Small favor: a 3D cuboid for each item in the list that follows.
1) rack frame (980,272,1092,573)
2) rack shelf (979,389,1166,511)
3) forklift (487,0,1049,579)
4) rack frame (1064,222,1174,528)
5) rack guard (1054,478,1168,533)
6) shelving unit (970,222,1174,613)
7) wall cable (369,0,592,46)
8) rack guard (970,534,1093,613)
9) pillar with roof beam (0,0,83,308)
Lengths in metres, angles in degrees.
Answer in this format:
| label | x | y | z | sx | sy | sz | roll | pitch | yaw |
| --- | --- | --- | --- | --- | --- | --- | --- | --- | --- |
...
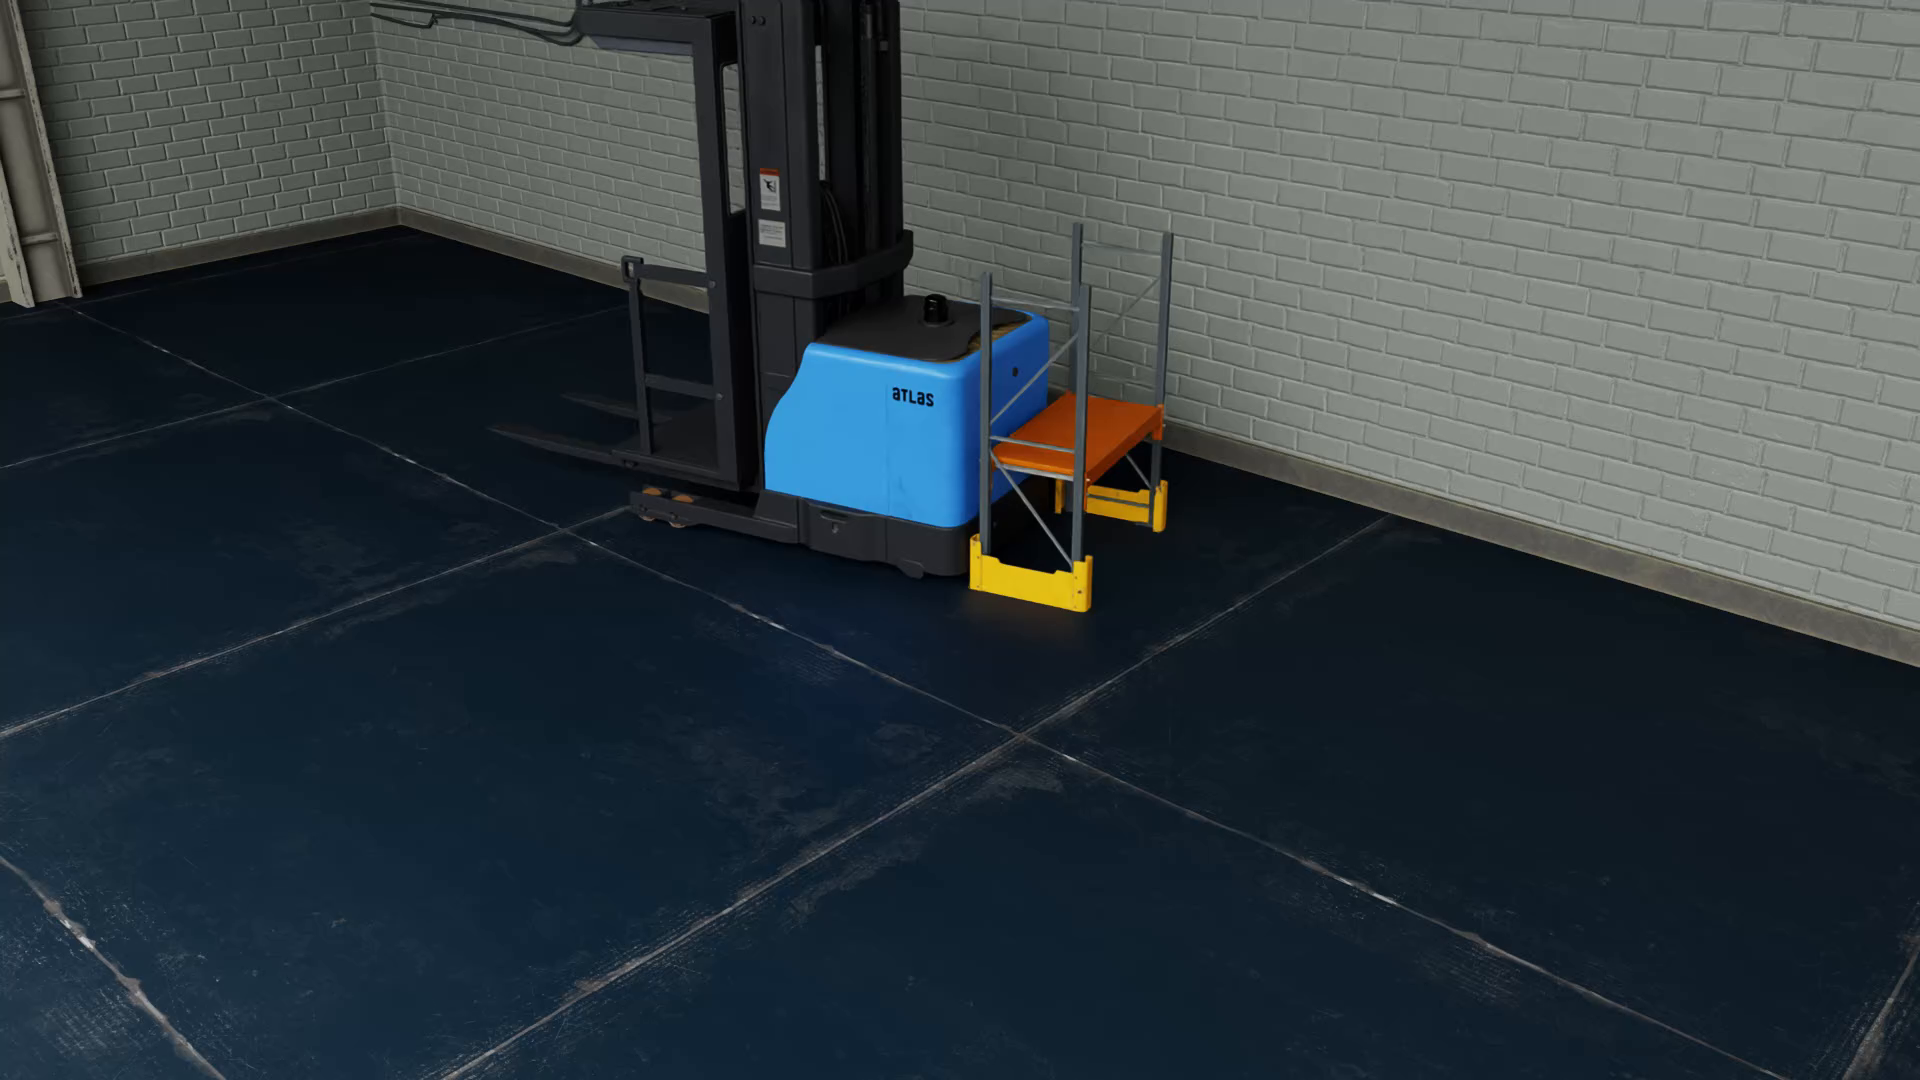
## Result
| label | x | y | z | sx | sy | sz | roll | pitch | yaw |
| --- | --- | --- | --- | --- | --- | --- | --- | --- | --- |
| rack frame | 0.320 | -0.421 | 7.355 | 0.500 | 1.500 | 0.032 | 11 | 27 | 24 |
| rack shelf | 0.545 | -0.443 | 7.844 | 0.538 | 0.185 | 1.000 | 11 | 27 | 24 |
| forklift | -1.094 | -1.571 | 8.172 | 3.031 | 2.935 | 1.130 | 12 | 27 | 26 |
| rack frame | 0.770 | -0.794 | 8.187 | 0.500 | 1.500 | 0.032 | 11 | 27 | 24 |
| rack guard | 0.762 | -0.216 | 8.426 | 0.587 | 0.250 | 0.087 | 11 | 27 | 24 |
| shelving unit | 0.541 | -0.604 | 7.763 | 0.587 | 1.500 | 1.083 | 11 | 27 | 24 |
| wall cable | -3.751 | -5.001 | 12.199 | 3.097 | 2.526 | 0.112 | 20 | 31 | 38 |
| rack guard | 0.321 | 0.149 | 7.612 | 0.587 | 0.250 | 0.087 | 11 | 27 | 24 |
| pillar with roof beam | -3.496 | -4.706 | 7.746 | 9.100 | 9.000 | 0.400 | 20 | 31 | 38 |
